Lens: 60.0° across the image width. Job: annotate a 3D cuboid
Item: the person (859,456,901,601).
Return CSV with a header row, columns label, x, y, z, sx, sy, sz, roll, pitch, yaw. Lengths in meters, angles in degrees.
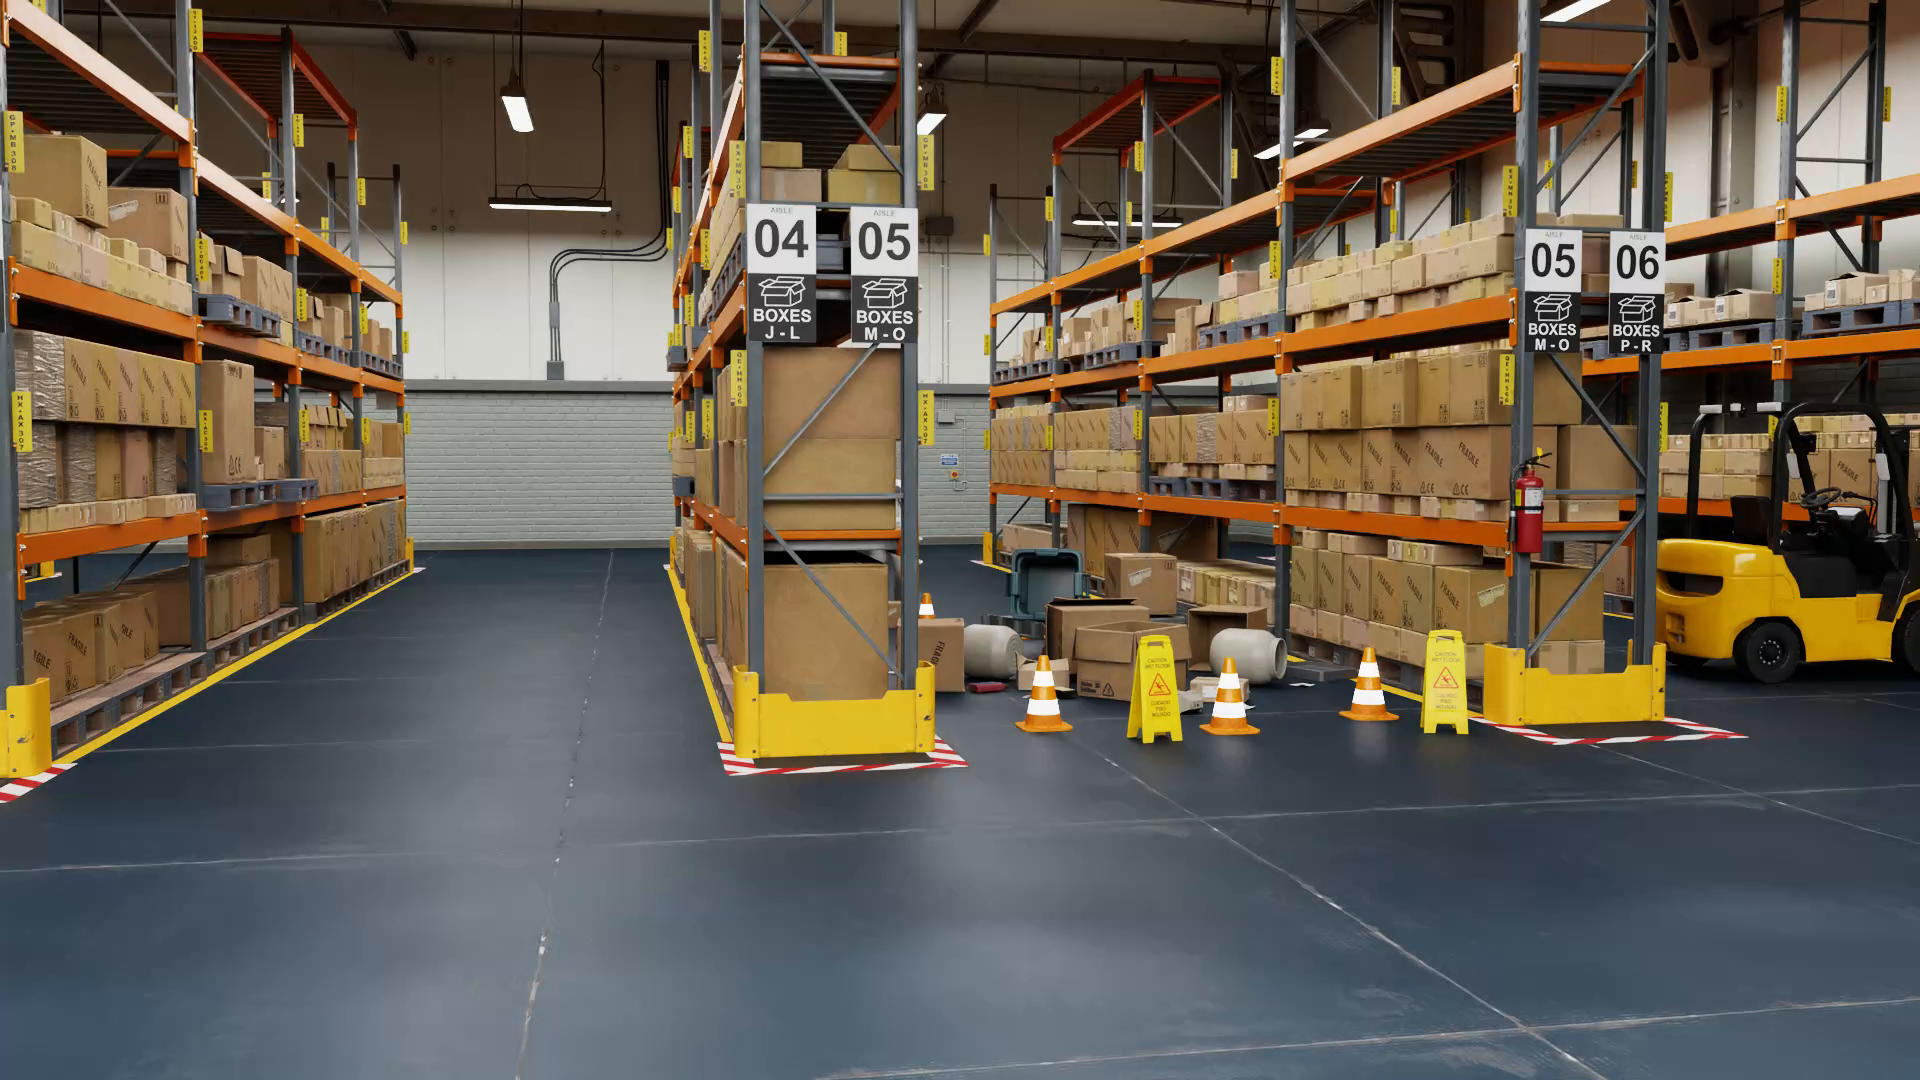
label,x,y,z,sx,sy,sz,roll,pitch,yaw
person,-0.775,-0.011,17.284,0.594,1.767,0.535,0,3,1
